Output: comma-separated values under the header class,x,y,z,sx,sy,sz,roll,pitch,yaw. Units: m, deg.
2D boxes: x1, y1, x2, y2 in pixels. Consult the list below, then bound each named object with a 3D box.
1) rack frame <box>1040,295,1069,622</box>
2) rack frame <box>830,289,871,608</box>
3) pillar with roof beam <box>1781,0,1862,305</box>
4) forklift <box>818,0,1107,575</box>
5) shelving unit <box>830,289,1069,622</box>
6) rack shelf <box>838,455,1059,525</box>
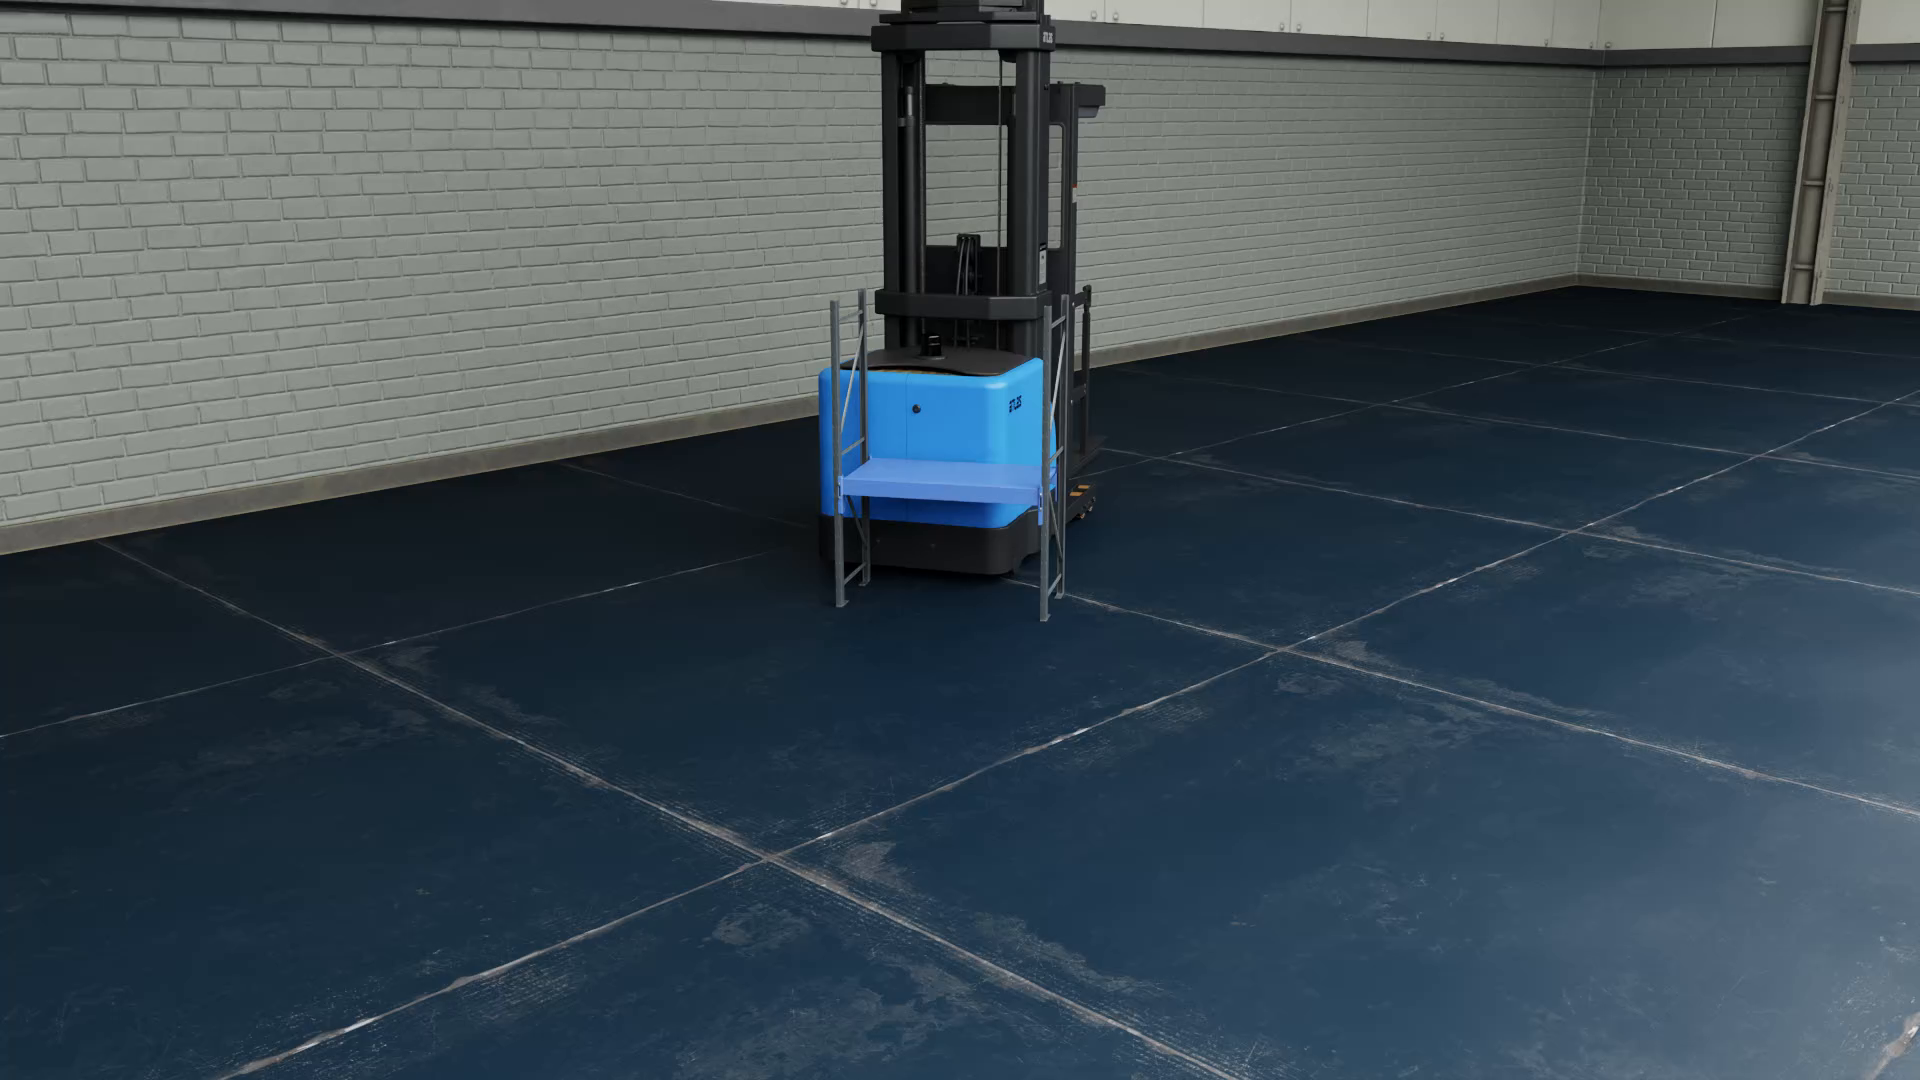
class,x,y,z,sx,sy,sz,roll,pitch,yaw
rack frame,0.453,-0.395,7.971,0.032,1.500,0.500,3,15,13
rack frame,-0.536,-0.455,8.200,0.032,1.500,0.500,3,15,13
pillar with roof beam,7.542,-6.538,16.677,0.400,9.000,9.100,14,20,42
forklift,0.195,-1.568,9.638,1.130,2.935,3.031,5,15,17
shelving unit,-0.042,-0.425,8.085,1.048,1.500,0.538,3,15,13
rack shelf,-0.042,-0.251,8.131,1.000,0.185,0.538,3,15,13
